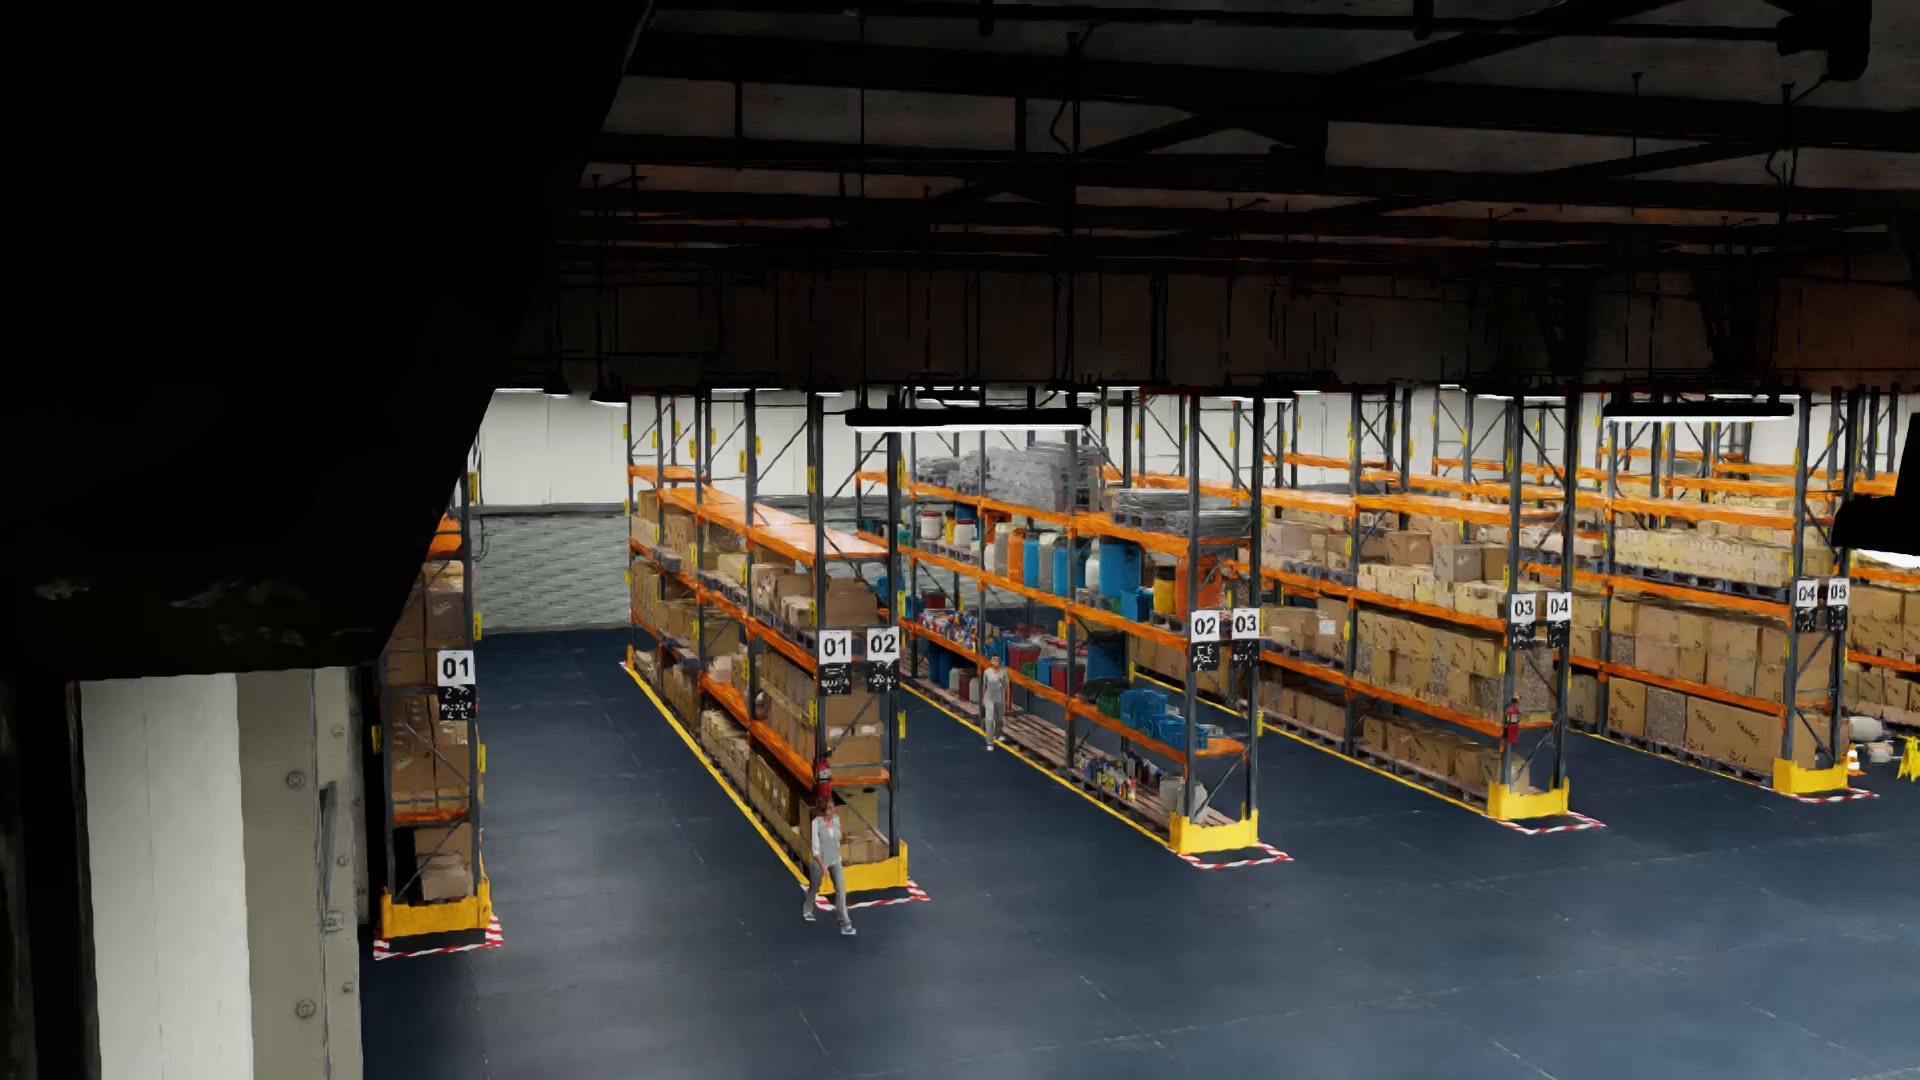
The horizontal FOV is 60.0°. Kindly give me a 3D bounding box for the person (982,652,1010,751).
[{"bbox_3d":[0.604,2.659,27.746,0.463,1.619,0.929,0,6,-3],"label":"person"}]

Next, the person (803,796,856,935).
[{"bbox_3d":[-1.512,3.625,18.712,0.411,1.534,0.956,-3,7,-28],"label":"person"}]
